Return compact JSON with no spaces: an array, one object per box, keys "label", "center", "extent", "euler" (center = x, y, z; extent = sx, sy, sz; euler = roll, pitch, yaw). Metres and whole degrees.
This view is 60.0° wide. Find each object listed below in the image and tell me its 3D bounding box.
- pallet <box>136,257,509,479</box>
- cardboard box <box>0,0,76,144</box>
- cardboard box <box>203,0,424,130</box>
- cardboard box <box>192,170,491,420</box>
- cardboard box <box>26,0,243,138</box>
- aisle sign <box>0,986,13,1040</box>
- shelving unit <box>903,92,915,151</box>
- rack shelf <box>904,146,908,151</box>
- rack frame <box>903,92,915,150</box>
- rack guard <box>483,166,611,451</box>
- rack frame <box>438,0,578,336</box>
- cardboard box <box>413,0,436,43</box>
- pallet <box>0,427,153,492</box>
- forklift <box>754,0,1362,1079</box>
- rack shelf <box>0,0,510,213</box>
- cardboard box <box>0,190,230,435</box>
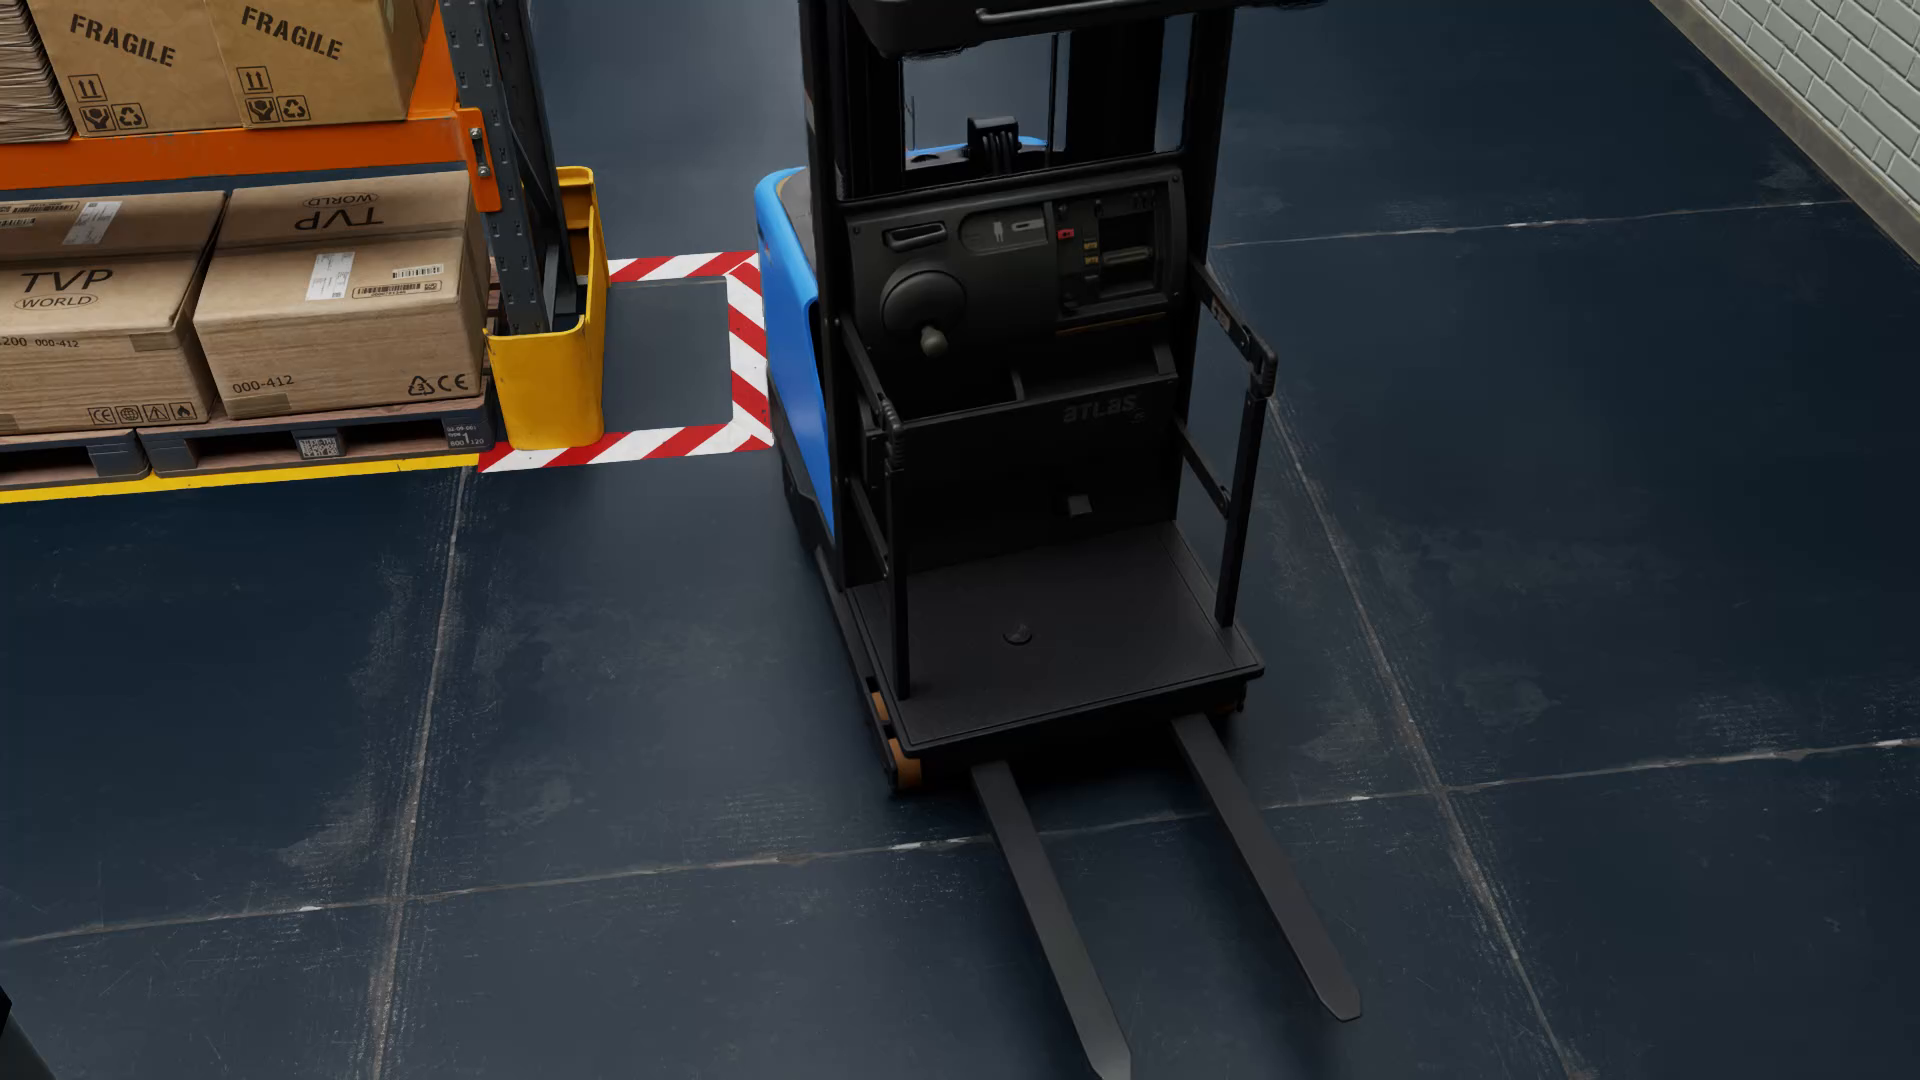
[{"label":"pallet","center":[-2.367,-0.679,6.327],"extent":[1.213,0.211,1.003],"euler":[-5,42,-6]},{"label":"cardboard box","center":[-3.037,-1.570,5.159],"extent":[0.500,0.500,0.500],"euler":[-4,42,-4]},{"label":"cardboard box","center":[-2.028,-1.655,5.253],"extent":[0.500,0.500,0.500],"euler":[-5,42,-5]},{"label":"cardboard box","center":[-2.226,-0.917,6.108],"extent":[0.875,0.438,0.875],"euler":[-6,42,-7]},{"label":"cardboard box","center":[-2.528,-1.622,5.216],"extent":[0.500,0.500,0.500],"euler":[-6,42,-6]},{"label":"aisle sign","center":[-0.908,0.294,1.225],"extent":[0.004,0.787,0.394],"euler":[-5,42,-6]},{"label":"shelving unit","center":[-0.272,-1.094,6.041],"extent":[0.189,1.200,0.258],"euler":[-10,41,-11]},{"label":"rack shelf","center":[-0.276,-1.337,5.839],"extent":[0.180,0.103,0.258],"euler":[-10,41,-11]},{"label":"rack frame","center":[-0.184,-1.110,6.059],"extent":[0.006,1.200,0.240],"euler":[-10,41,-11]},{"label":"rack guard","center":[-1.561,-0.910,6.367],"extent":[0.348,0.500,1.175],"euler":[-5,42,-6]},{"label":"rack frame","center":[-1.584,-1.836,5.528],"extent":[0.127,3.000,1.000],"euler":[-5,42,-6]},{"label":"cardboard box","center":[-2.098,-2.022,5.659],"extent":[0.500,0.500,0.500],"euler":[-5,42,-6]},{"label":"pallet","center":[-3.574,-0.575,6.212],"extent":[1.213,0.211,1.003],"euler":[-5,42,-6]},{"label":"forklift","center":[0.228,-0.653,4.268],"extent":[1.130,2.935,3.031],"euler":[-12,43,-13]},{"label":"rack shelf","center":[-3.567,-1.395,5.576],"extent":[4.000,0.370,1.077],"euler":[-5,42,-6]},{"label":"cardboard box","center":[-3.132,-0.831,6.014],"extent":[0.875,0.438,0.875],"euler":[-4,42,-4]}]
